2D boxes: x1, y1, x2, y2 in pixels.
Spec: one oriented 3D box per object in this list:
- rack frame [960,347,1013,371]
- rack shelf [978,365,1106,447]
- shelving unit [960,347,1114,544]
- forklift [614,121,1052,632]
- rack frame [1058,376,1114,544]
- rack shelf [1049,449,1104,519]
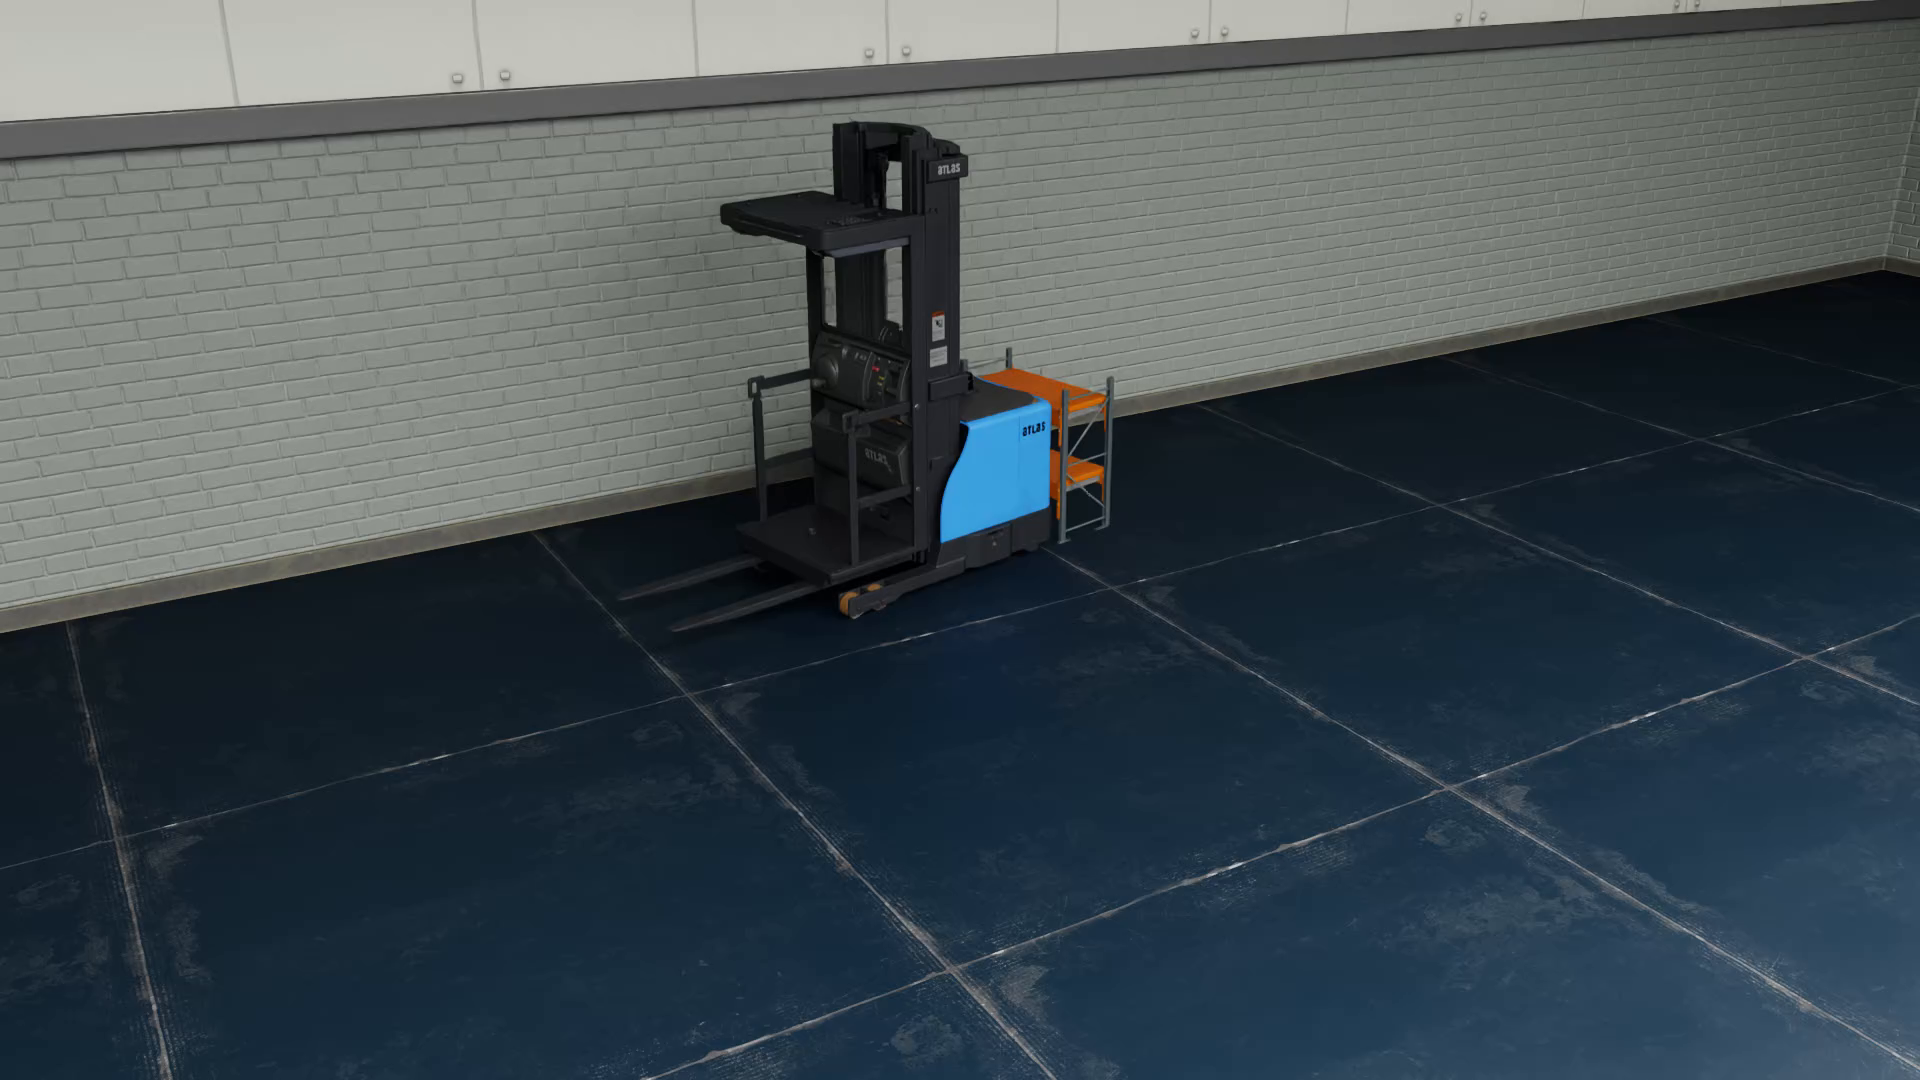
[{"bbox_3d":[0.196,-0.843,12.392,0.500,1.125,0.032,-19,29,-39],"label":"rack frame"},{"bbox_3d":[0.542,-0.974,11.936,0.538,0.278,1.000,-19,29,-39],"label":"rack shelf"},{"bbox_3d":[0.542,-0.703,12.046,0.538,1.125,1.048,-19,29,-39],"label":"shelving unit"},{"bbox_3d":[-0.800,-1.080,10.577,3.031,2.935,1.130,-18,29,-38],"label":"forklift"},{"bbox_3d":[0.887,-0.562,11.701,0.500,1.125,0.032,-19,29,-39],"label":"rack frame"},{"bbox_3d":[0.542,-0.476,12.138,0.538,0.278,1.000,-19,29,-39],"label":"rack shelf"}]
